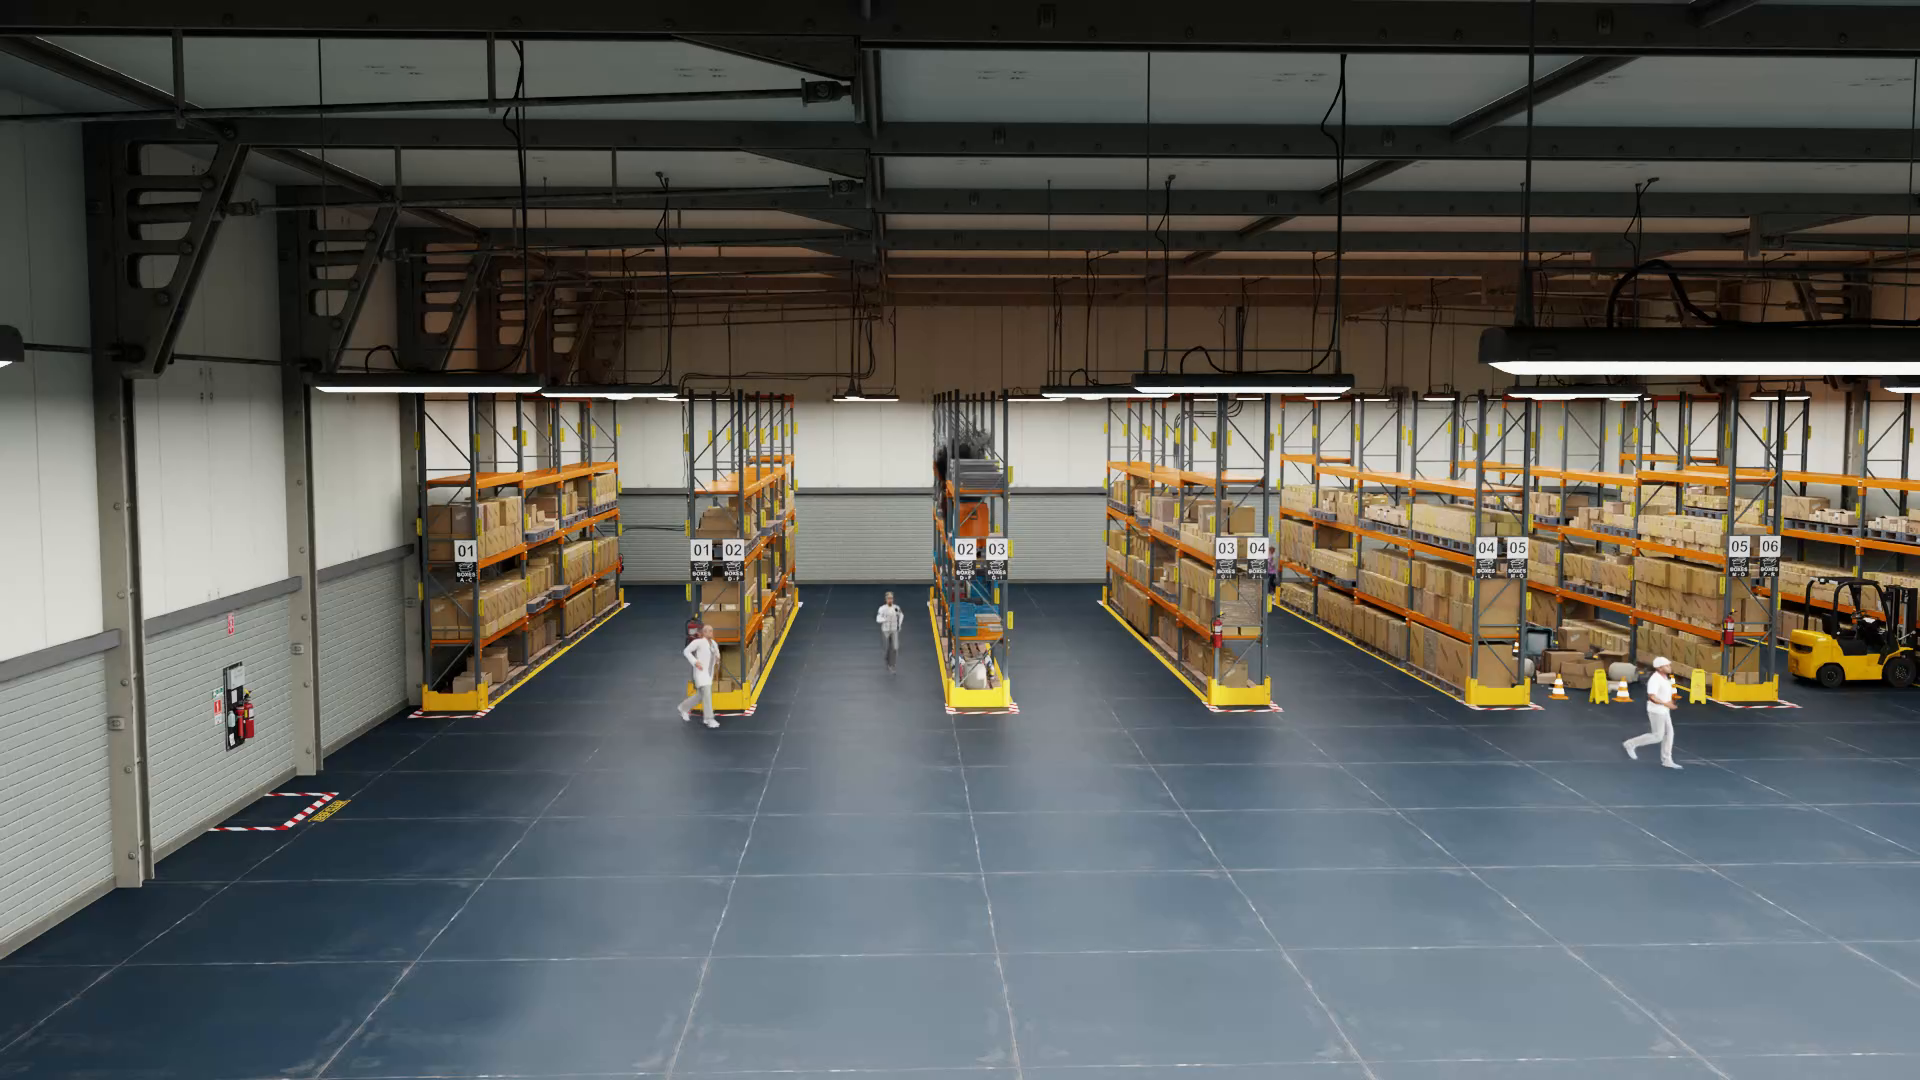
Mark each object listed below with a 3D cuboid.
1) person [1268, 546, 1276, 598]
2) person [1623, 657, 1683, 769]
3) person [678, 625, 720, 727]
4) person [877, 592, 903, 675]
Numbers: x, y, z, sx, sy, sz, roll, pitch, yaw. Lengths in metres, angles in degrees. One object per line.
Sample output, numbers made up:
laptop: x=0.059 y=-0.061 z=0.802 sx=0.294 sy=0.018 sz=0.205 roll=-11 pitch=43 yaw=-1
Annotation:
person: x=9.155 y=0.972 z=48.718 sx=0.629 sy=1.608 sz=0.512 roll=-2 pitch=5 yaw=-24
person: x=10.999 y=2.716 z=26.304 sx=0.862 sy=1.760 sz=0.708 roll=3 pitch=6 yaw=33
person: x=-4.599 y=2.420 z=29.890 sx=0.995 sy=1.781 sz=0.732 roll=3 pitch=5 yaw=29
person: x=-1.462 y=1.954 z=35.018 sx=0.592 sy=1.734 sz=0.663 roll=-1 pitch=5 yaw=-8
